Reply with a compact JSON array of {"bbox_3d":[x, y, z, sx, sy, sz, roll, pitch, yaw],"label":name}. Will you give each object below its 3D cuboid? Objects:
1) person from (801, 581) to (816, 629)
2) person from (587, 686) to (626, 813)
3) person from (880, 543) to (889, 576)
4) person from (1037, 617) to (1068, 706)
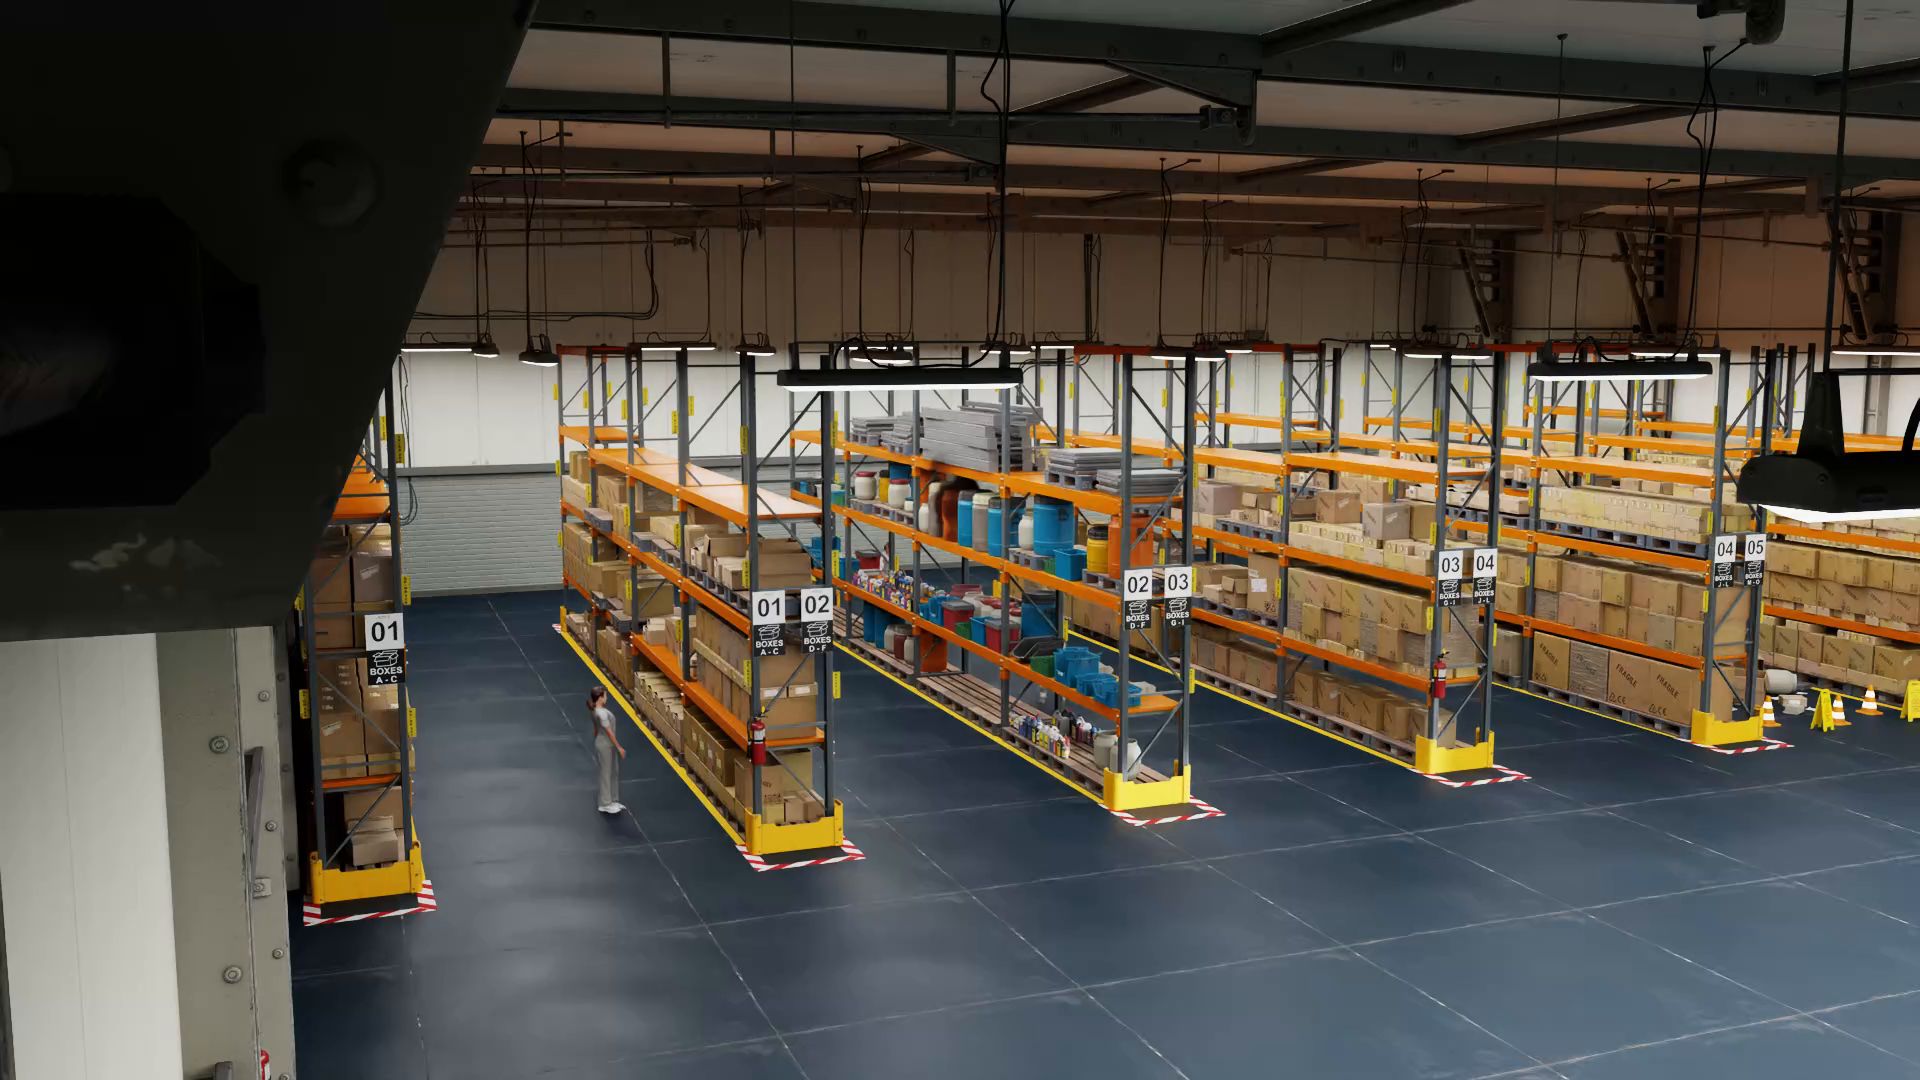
[{"bbox_3d":[-2.816,1.545,31.204,0.699,1.708,1.003,-2,8,-18],"label":"person"},{"bbox_3d":[-4.615,2.754,21.815,0.505,1.714,0.477,0,7,-2],"label":"person"},{"bbox_3d":[-1.570,0.827,37.330,0.507,1.541,0.909,-6,10,-41],"label":"person"},{"bbox_3d":[1.512,1.865,27.816,0.590,1.784,0.397,5,9,35],"label":"person"}]
